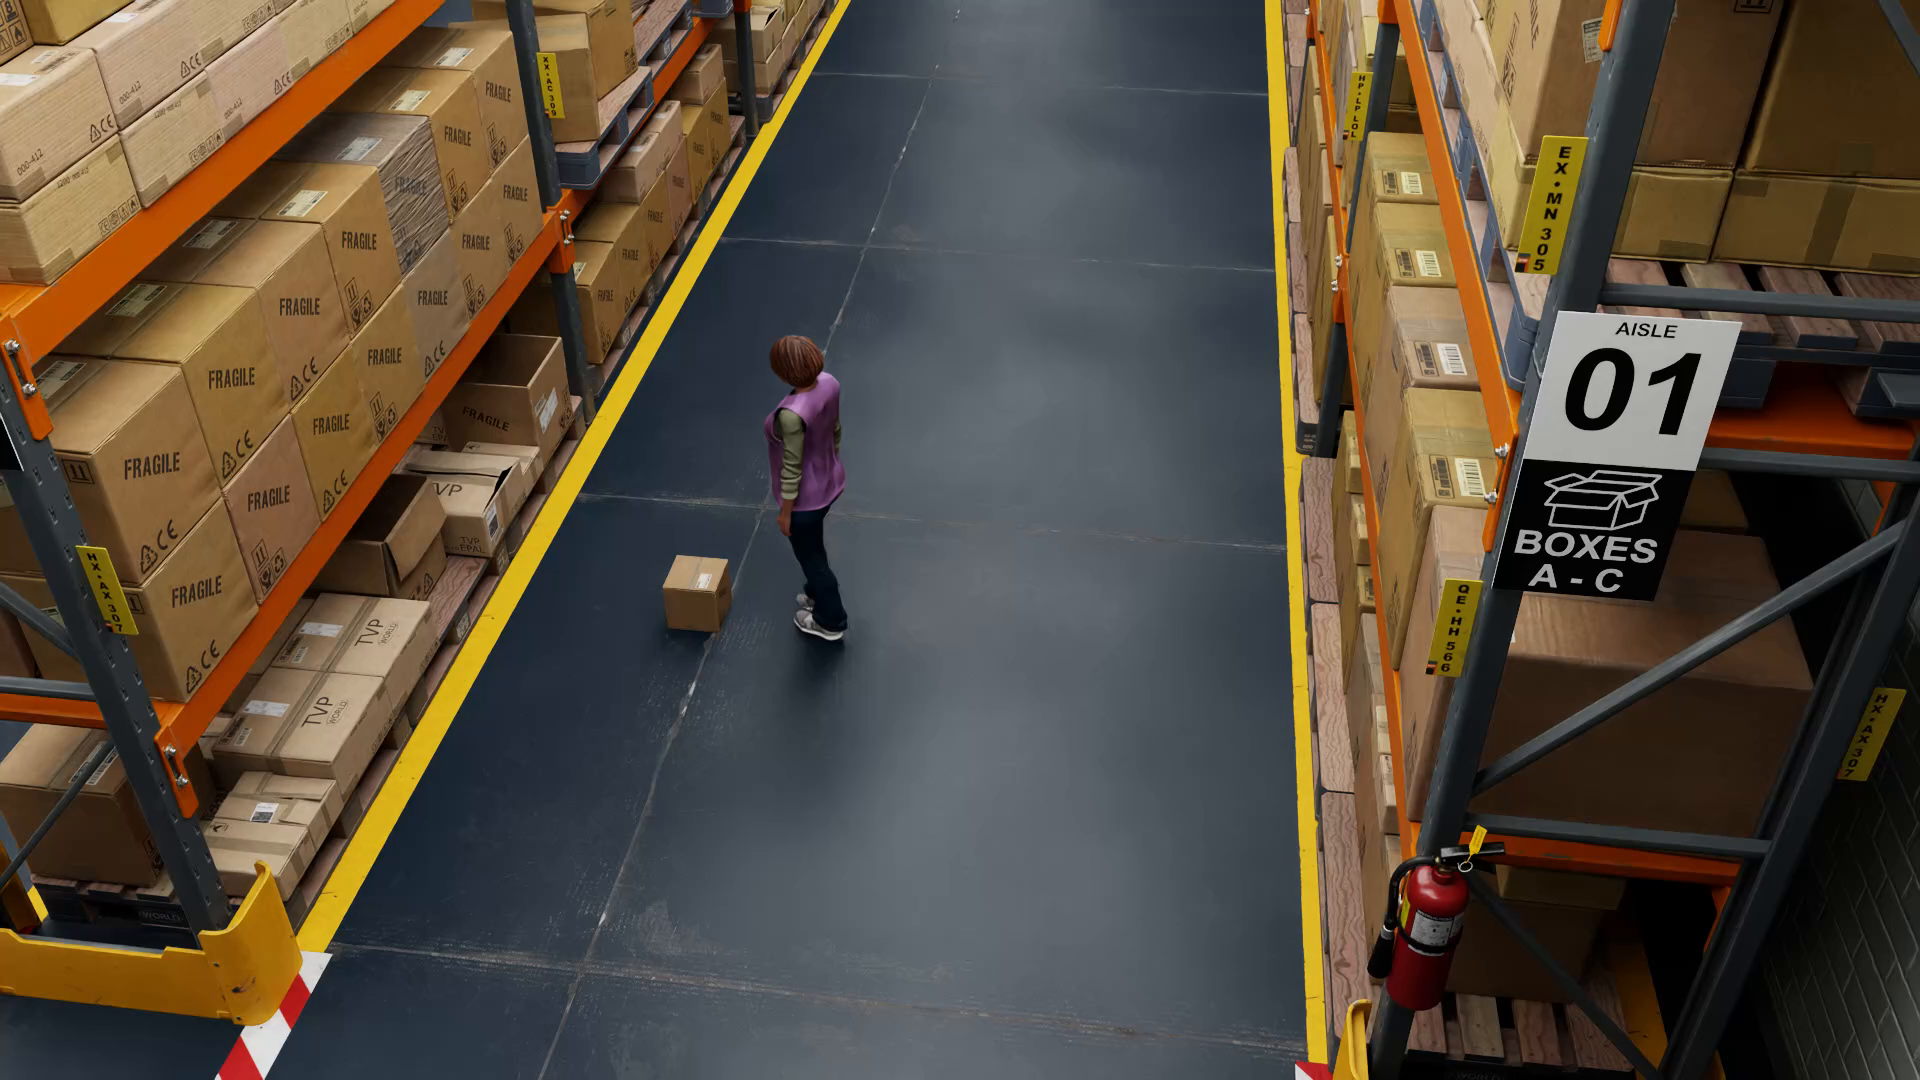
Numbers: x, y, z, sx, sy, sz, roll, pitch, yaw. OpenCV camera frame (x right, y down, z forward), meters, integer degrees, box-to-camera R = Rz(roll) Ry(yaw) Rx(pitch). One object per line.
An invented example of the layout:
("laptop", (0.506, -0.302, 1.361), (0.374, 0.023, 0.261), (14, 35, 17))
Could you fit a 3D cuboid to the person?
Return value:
("person", (-0.695, -0.205, 7.340), (0.382, 1.633, 0.453), (15, 39, 20))
